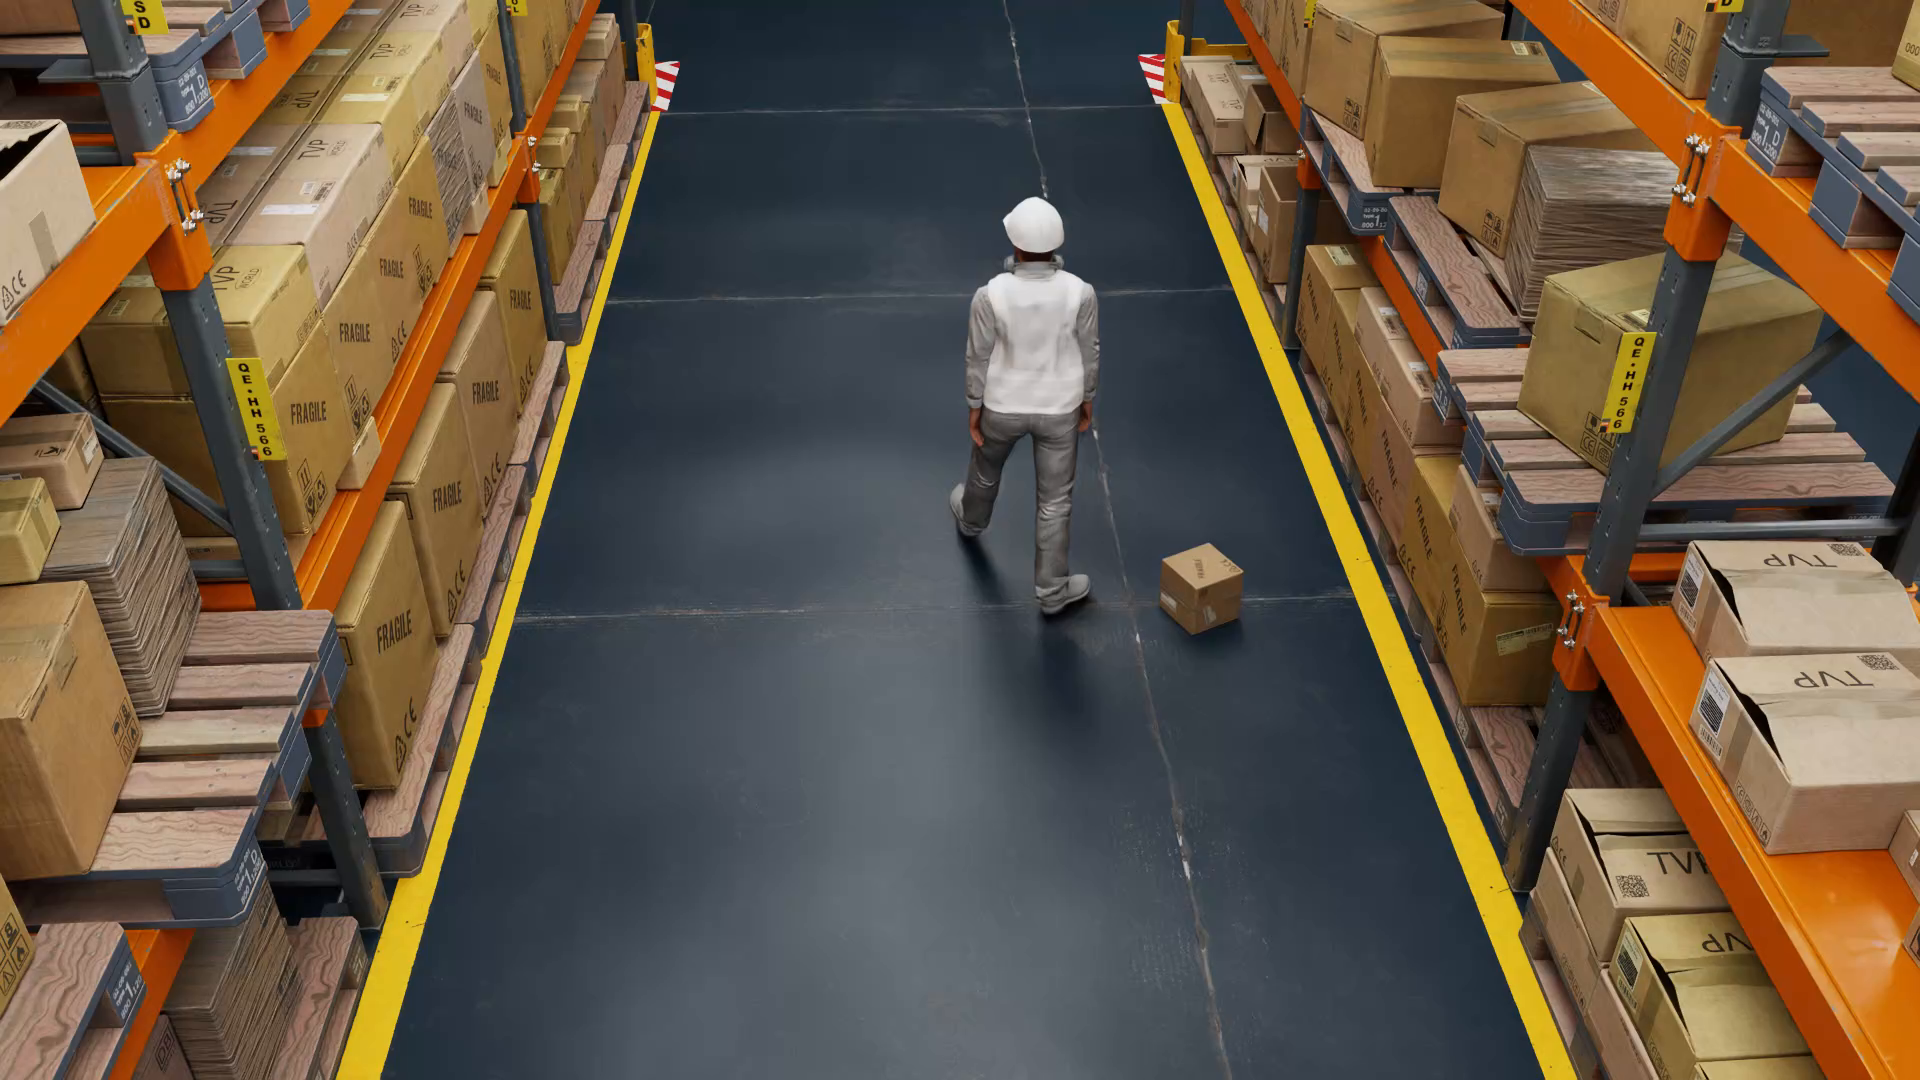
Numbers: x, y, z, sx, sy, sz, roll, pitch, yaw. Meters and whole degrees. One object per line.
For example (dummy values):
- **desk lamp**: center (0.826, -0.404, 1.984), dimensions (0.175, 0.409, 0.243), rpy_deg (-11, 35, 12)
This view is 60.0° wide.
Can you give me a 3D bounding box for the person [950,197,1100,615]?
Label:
- **person**: center (0.259, -0.626, 6.998), dimensions (0.647, 1.731, 0.860), rpy_deg (2, 35, 2)
